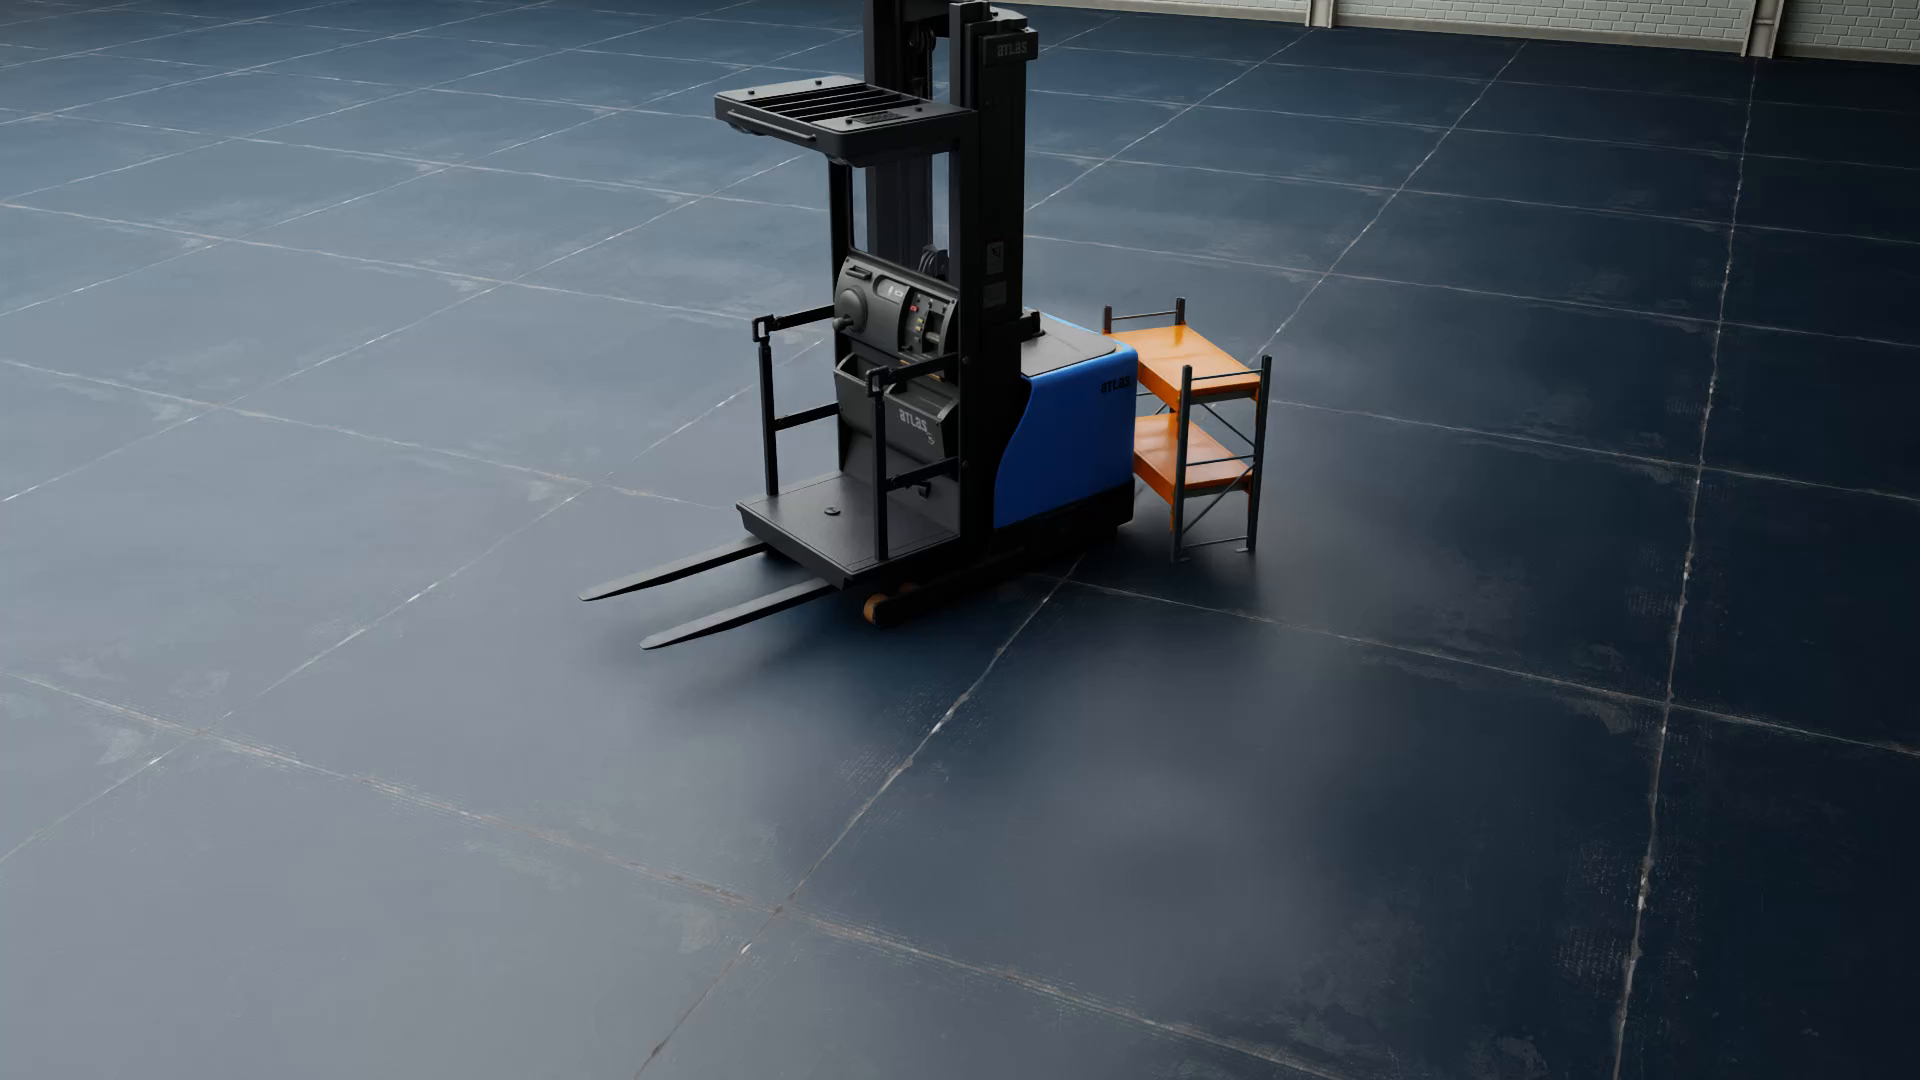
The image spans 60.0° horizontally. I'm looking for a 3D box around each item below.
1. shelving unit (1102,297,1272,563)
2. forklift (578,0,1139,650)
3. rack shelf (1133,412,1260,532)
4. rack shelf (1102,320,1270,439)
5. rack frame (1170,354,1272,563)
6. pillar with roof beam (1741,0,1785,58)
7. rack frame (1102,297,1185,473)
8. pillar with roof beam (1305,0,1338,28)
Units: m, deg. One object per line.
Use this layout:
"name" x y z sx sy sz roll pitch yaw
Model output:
"shelving unit" 1.214 -0.633 9.262 0.538 1.125 1.048 -9 28 -17
"forklift" -0.492 -1.141 8.249 3.031 2.935 1.130 -19 32 -34
"rack shelf" 1.214 -0.413 9.370 0.538 0.278 1.000 -9 28 -17
"rack shelf" 1.214 -0.895 9.132 0.538 0.278 1.000 -9 28 -17
"rack frame" 1.381 -0.421 8.831 0.500 1.125 0.032 -9 28 -17
"pillar with roof beam" 9.079 -8.913 17.166 0.400 9.000 9.100 11 28 22
"rack frame" 1.047 -0.845 9.693 0.500 1.125 0.032 -9 28 -17
"pillar with roof beam" 3.618 -10.010 19.394 0.400 9.000 9.100 11 28 22
